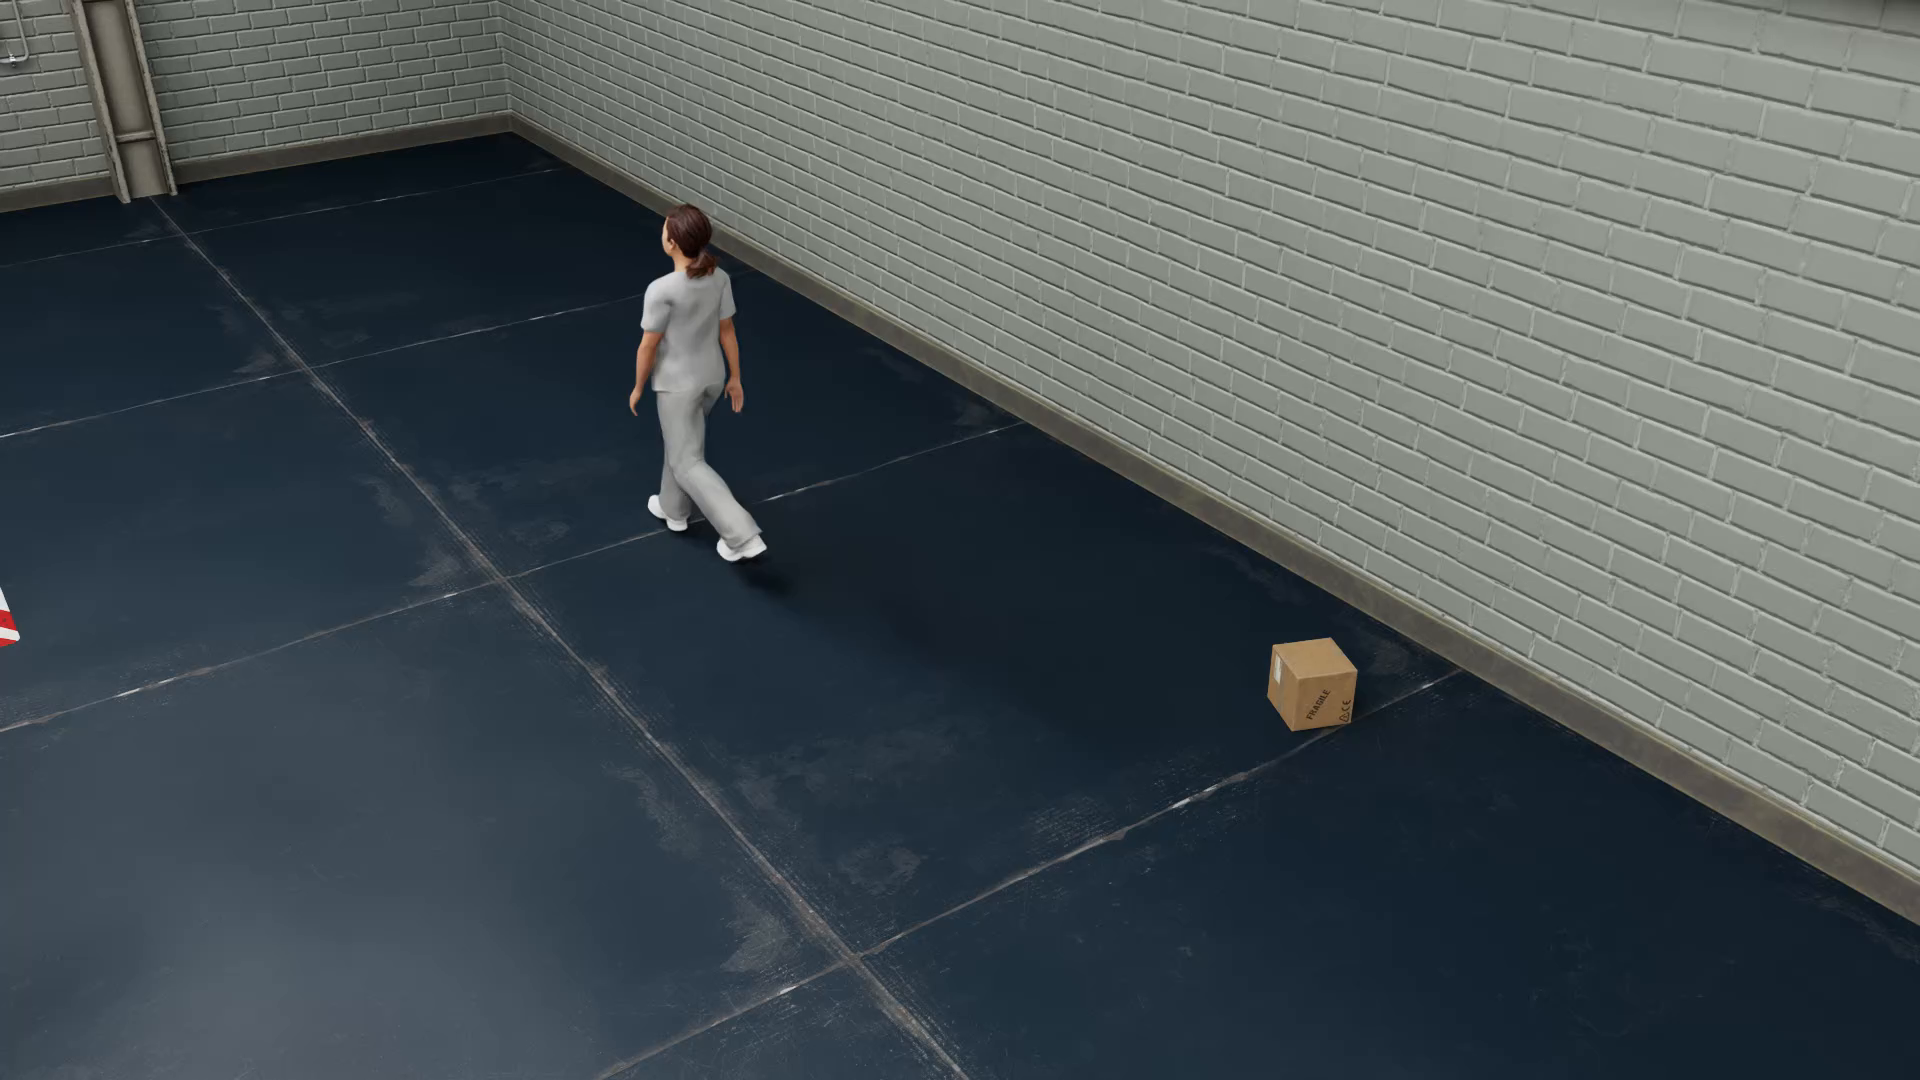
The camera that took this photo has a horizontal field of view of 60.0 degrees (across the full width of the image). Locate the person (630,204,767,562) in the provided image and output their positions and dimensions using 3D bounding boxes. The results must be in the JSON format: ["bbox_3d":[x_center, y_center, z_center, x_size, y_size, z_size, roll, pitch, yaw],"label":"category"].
[{"bbox_3d":[-1.201,-0.685,7.375,0.962,1.628,0.455,23,36,36],"label":"person"}]
